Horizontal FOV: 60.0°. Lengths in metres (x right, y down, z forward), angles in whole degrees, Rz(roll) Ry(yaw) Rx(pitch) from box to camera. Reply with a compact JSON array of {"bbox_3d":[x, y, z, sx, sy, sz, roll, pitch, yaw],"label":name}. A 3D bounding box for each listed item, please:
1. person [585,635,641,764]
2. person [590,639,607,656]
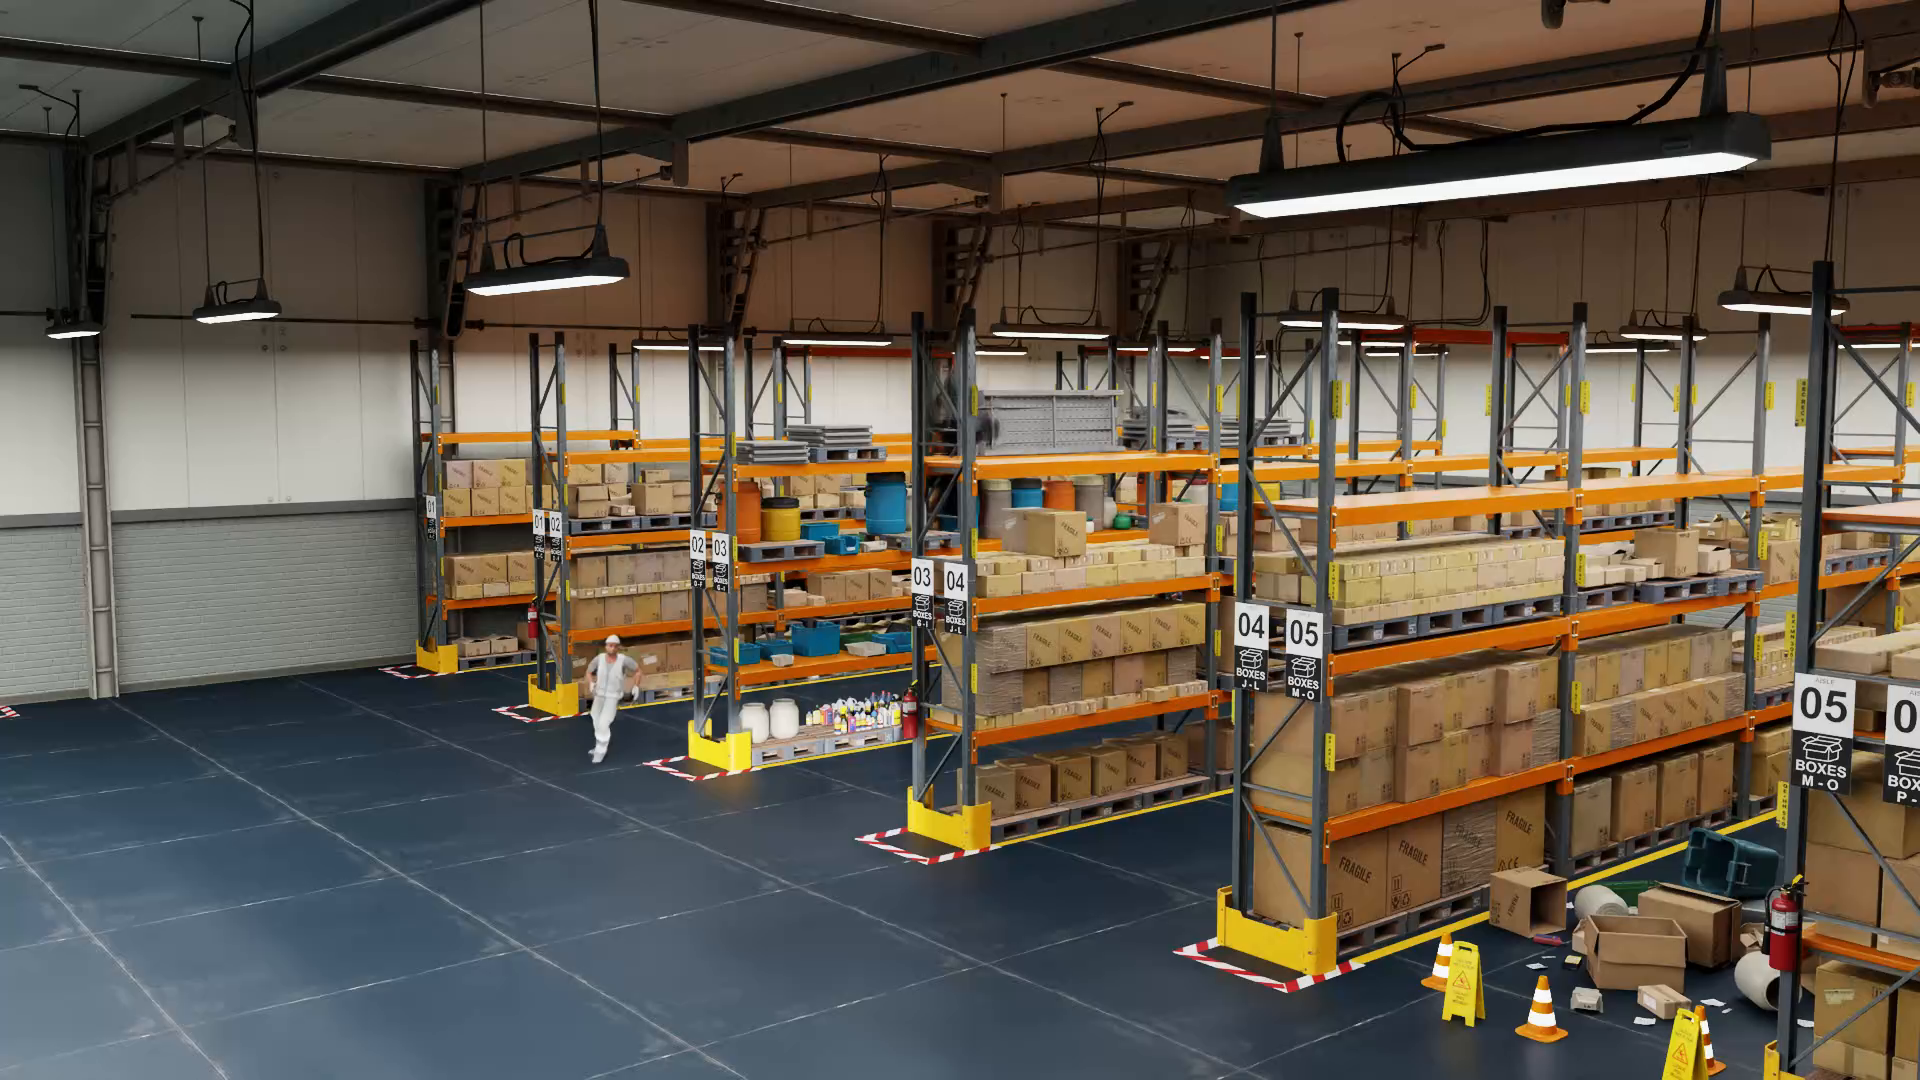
[{"bbox_3d":[-4.813,2.185,22.905,0.766,1.792,0.682,1,5,9],"label":"person"},{"bbox_3d":[-6.205,1.691,28.977,0.575,1.615,0.589,5,7,45],"label":"person"}]
